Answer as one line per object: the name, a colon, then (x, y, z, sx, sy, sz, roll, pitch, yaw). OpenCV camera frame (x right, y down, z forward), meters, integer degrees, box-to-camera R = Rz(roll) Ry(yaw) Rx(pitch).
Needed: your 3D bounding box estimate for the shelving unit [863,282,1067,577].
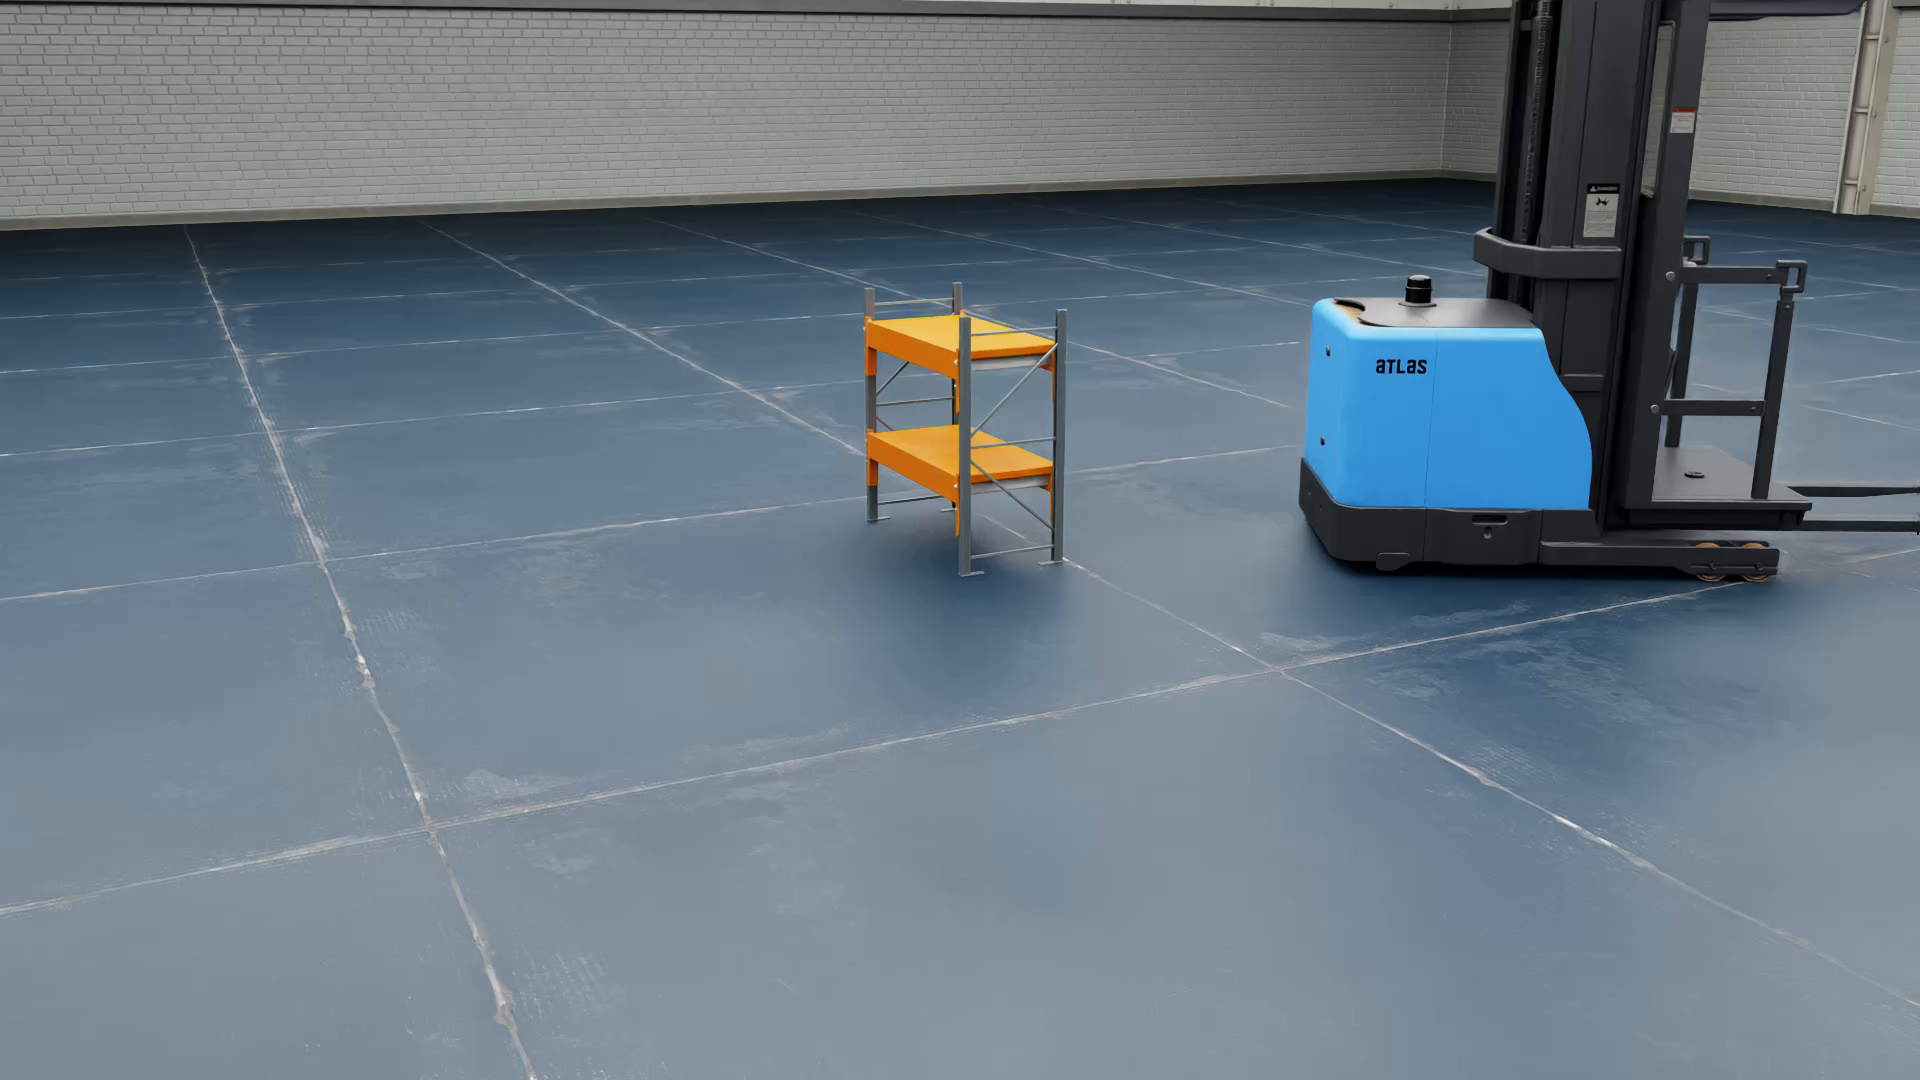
shelving unit: (0.003, -0.539, 7.590, 0.538, 1.125, 1.048, -8, 18, -25)

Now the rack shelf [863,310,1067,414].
rack shelf: (0.003, -0.820, 7.509, 0.538, 0.278, 1.000, -8, 18, -25)

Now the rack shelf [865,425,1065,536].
rack shelf: (0.003, -0.304, 7.657, 0.538, 0.278, 1.000, -8, 18, -25)

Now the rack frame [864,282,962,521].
rack frame: (-0.220, -0.665, 8.029, 0.500, 1.125, 0.032, -8, 18, -25)

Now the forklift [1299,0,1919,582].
forklift: (3.145, -1.378, 7.238, 3.031, 2.935, 1.130, 1, 16, 2)

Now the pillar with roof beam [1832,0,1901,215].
pillar with roof beam: (9.281, -8.623, 21.484, 9.100, 9.000, 0.400, -8, 18, -25)

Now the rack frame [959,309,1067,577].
rack frame: (0.226, -0.413, 7.150, 0.500, 1.125, 0.032, -8, 18, -25)
